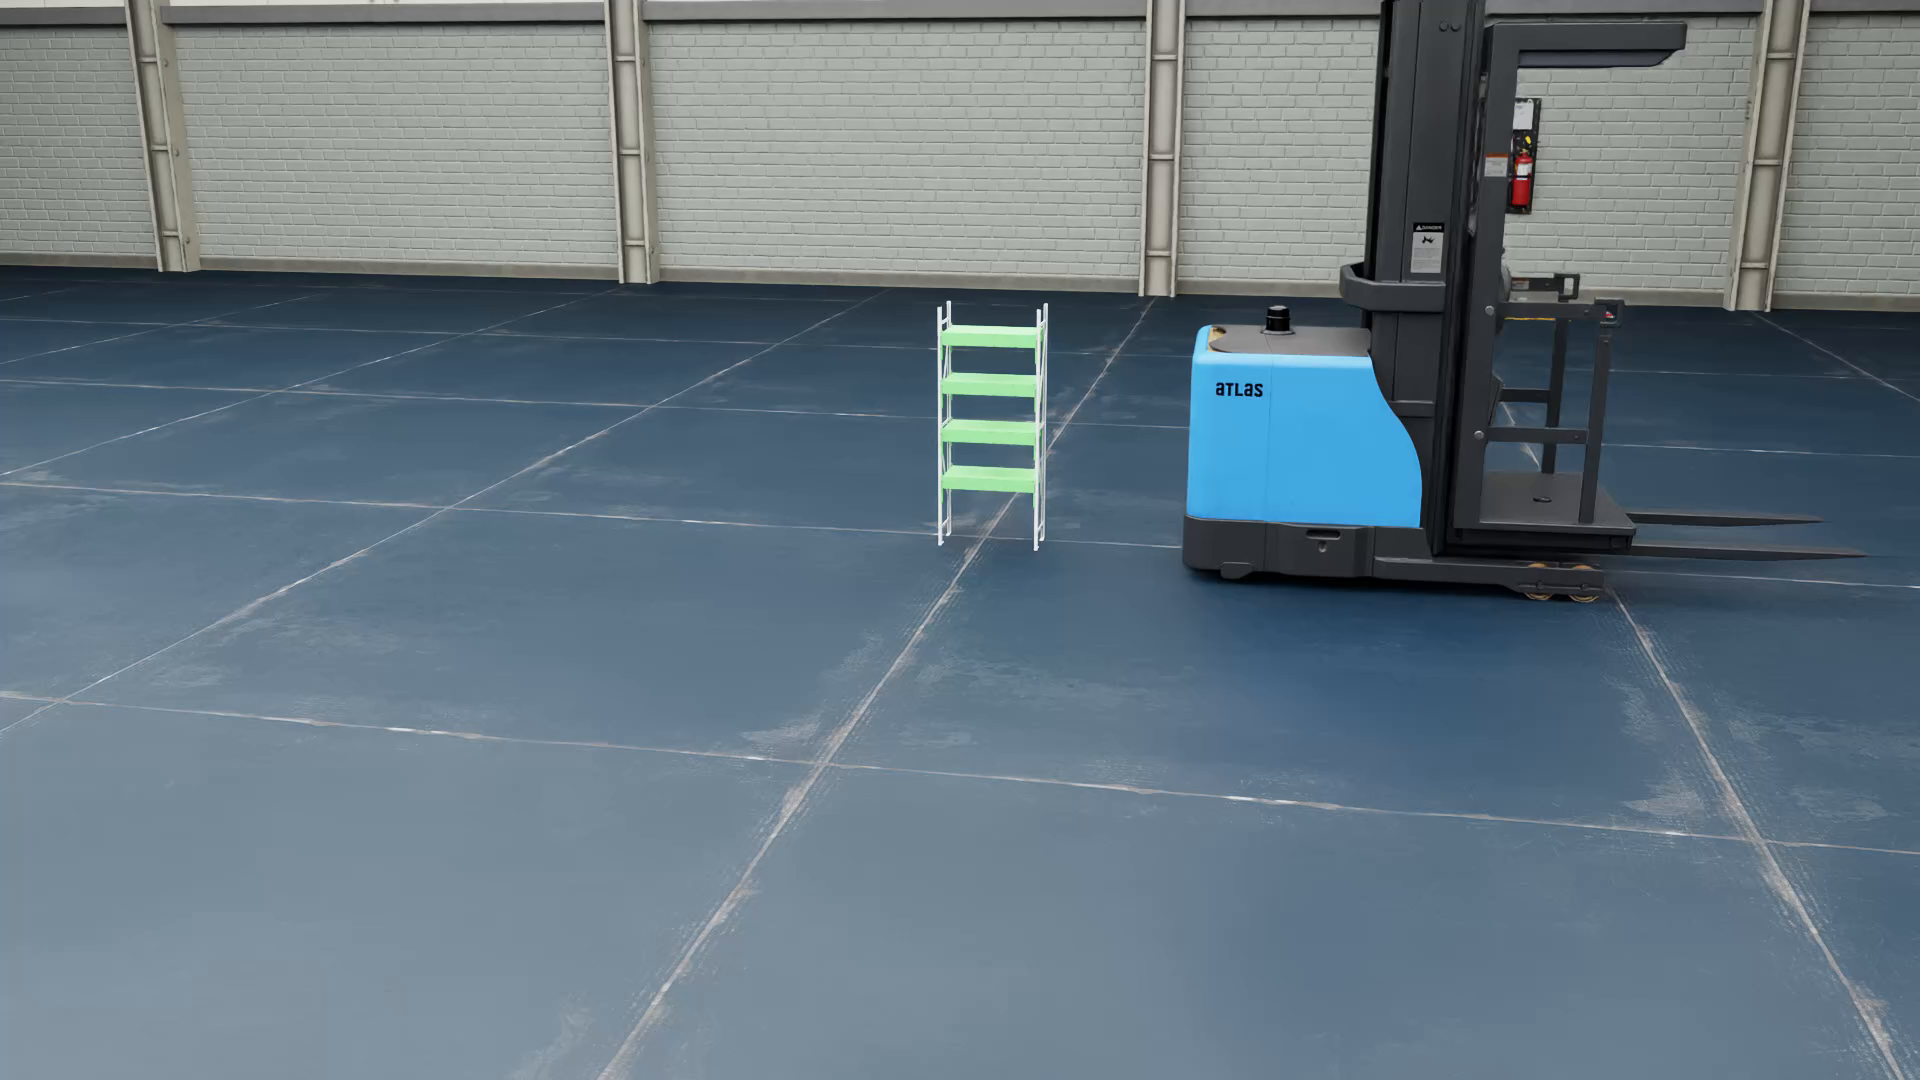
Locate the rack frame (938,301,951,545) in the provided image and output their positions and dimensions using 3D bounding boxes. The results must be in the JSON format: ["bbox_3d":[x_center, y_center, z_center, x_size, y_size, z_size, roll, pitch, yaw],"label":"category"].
[{"bbox_3d":[-0.077,-0.582,8.347,0.015,1.200,0.240,3,16,11],"label":"rack frame"}]

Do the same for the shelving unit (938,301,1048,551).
[{"bbox_3d":[0.162,-0.569,8.300,0.503,1.200,0.258,3,16,11],"label":"shelving unit"}]

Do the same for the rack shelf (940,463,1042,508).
[{"bbox_3d":[0.162,-0.277,8.381,0.480,0.148,0.258,3,16,11],"label":"rack shelf"}]

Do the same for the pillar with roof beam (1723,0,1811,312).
[{"bbox_3d":[7.184,-5.571,11.747,0.400,9.000,9.100,3,16,11],"label":"pillar with roof beam"}]

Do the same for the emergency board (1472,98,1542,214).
[{"bbox_3d":[5.628,-3.947,17.124,0.643,1.169,0.194,3,16,11],"label":"emergency board"}]

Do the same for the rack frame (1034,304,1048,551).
[{"bbox_3d":[0.401,-0.556,8.253,0.015,1.200,0.240,3,16,11],"label":"rack frame"}]

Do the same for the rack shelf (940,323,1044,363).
[{"bbox_3d":[0.162,-0.970,8.189,0.480,0.148,0.258,3,16,11],"label":"rack shelf"}]

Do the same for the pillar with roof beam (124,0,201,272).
[{"bbox_3d":[-10.455,-6.529,15.203,0.400,9.000,9.100,3,16,11],"label":"pillar with roof beam"}]

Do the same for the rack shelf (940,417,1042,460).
[{"bbox_3d":[0.162,-0.508,8.317,0.480,0.148,0.258,3,16,11],"label":"rack shelf"}]

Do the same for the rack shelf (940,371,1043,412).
[{"bbox_3d":[0.162,-0.739,8.253,0.480,0.148,0.258,3,16,11],"label":"rack shelf"}]

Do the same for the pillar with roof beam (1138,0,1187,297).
[{"bbox_3d":[1.304,-5.890,12.899,0.400,9.000,9.100,3,16,11],"label":"pillar with roof beam"}]

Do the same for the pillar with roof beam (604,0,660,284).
[{"bbox_3d":[-4.575,-6.209,14.051,0.400,9.000,9.100,3,16,11],"label":"pillar with roof beam"}]

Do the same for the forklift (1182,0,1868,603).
[{"bbox_3d":[2.611,-1.284,7.636,3.031,2.935,1.130,3,16,9],"label":"forklift"}]
